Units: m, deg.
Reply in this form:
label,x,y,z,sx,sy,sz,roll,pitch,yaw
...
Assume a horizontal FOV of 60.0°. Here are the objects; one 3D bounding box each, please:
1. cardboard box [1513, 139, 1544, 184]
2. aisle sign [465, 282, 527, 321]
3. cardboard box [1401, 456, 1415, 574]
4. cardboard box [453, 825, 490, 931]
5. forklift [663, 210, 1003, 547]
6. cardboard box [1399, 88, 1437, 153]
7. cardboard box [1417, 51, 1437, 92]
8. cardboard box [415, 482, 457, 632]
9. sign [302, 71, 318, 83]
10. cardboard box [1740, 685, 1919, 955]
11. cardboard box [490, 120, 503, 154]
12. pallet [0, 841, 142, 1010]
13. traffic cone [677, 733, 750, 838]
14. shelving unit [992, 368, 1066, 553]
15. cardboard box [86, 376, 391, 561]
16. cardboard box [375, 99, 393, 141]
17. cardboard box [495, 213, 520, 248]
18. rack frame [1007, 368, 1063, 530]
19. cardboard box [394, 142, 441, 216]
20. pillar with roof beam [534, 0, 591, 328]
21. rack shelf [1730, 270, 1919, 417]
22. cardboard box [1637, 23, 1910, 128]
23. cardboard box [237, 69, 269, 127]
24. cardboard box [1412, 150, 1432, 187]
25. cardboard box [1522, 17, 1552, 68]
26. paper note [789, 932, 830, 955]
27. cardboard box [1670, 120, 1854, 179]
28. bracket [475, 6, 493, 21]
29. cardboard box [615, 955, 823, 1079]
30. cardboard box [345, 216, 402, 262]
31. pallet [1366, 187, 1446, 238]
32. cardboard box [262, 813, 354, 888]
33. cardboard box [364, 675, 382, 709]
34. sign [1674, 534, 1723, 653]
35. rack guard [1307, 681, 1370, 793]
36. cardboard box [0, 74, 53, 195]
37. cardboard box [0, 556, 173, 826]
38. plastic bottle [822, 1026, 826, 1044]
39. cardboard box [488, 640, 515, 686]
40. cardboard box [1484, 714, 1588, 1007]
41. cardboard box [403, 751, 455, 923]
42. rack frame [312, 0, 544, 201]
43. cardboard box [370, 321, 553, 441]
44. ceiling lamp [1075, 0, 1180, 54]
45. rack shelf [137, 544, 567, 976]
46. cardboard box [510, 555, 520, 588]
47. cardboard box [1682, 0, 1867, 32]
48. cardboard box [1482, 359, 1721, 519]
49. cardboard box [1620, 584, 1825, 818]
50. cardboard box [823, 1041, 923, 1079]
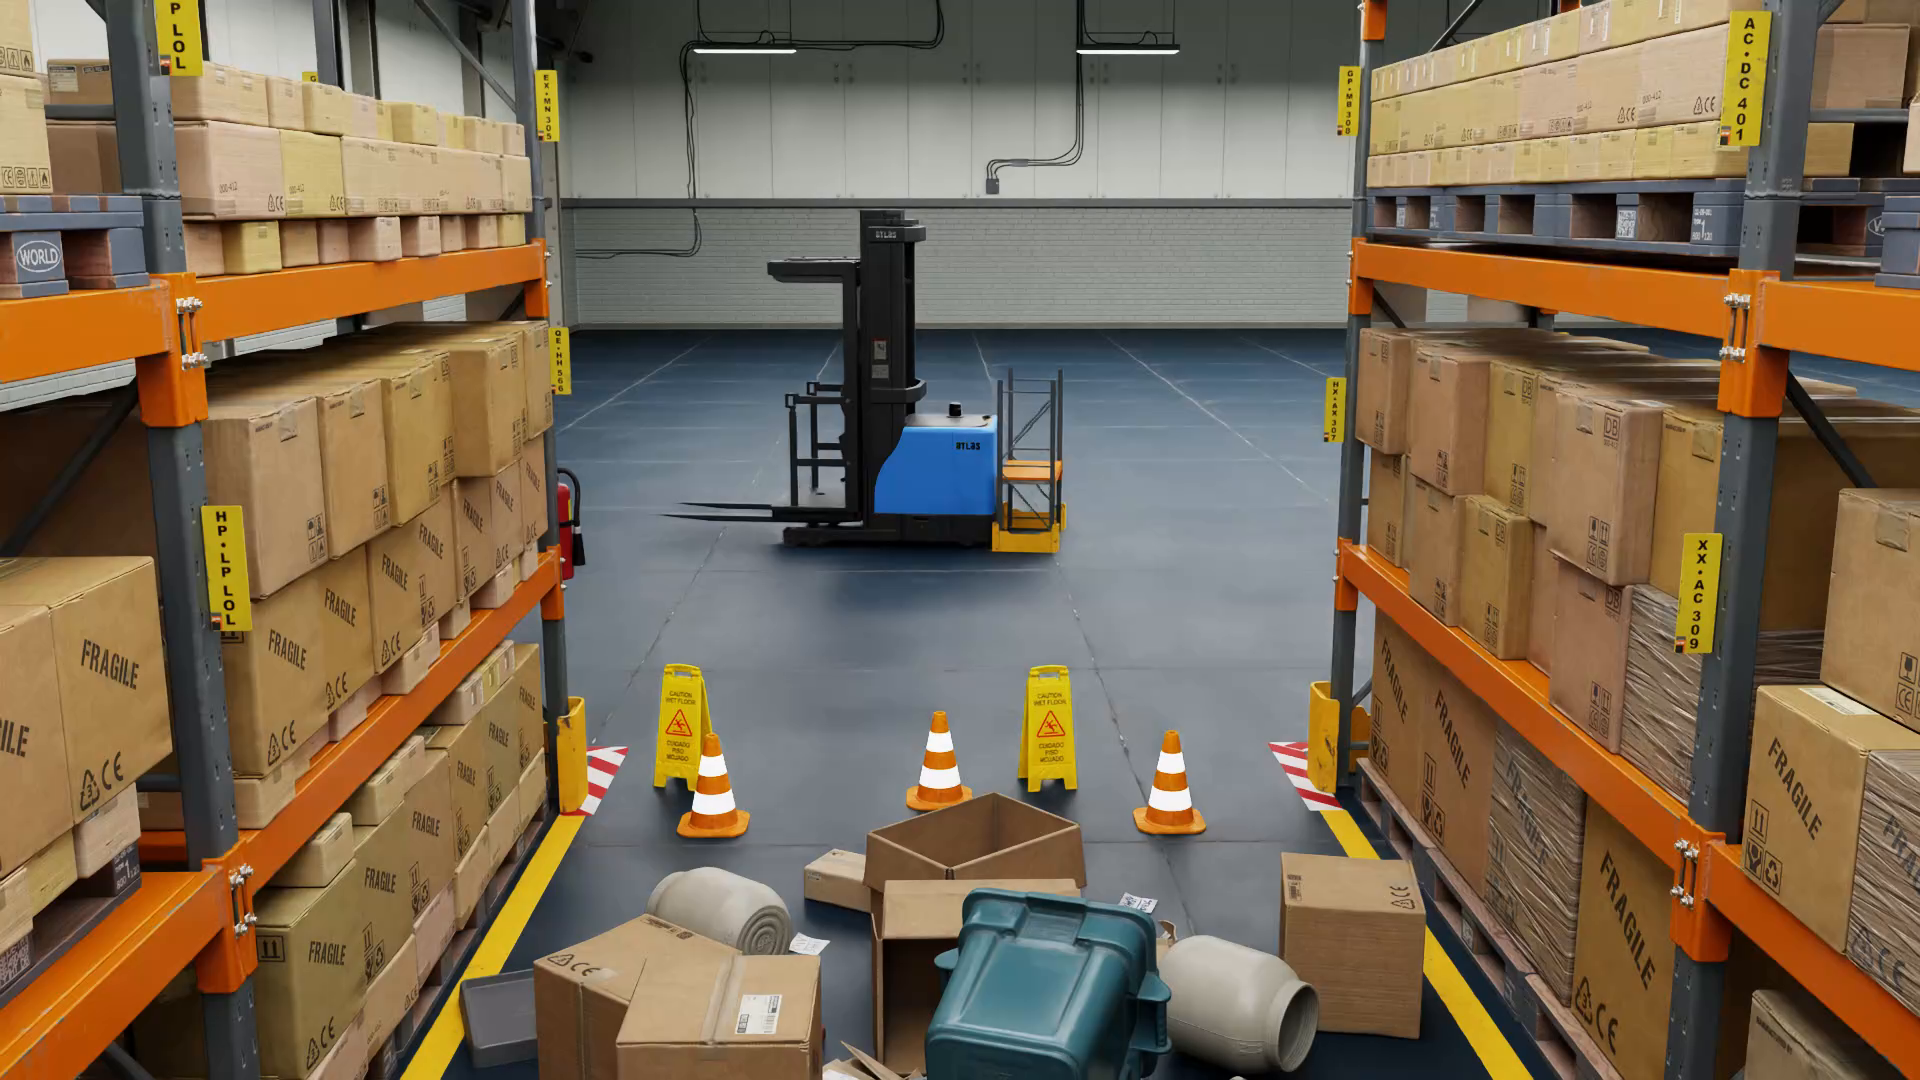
label,x,y,z,sx,sy,sz,roll,pitch,yaw
cardboard box,2.168,-1.322,5.813,0.380,0.149,0.250,0,11,-2
aisle sign,-2.218,-1.439,8.068,0.394,0.787,0.004,0,11,-1
cardboard box,2.526,-0.082,7.543,0.875,0.550,0.550,0,11,-1
cardboard box,-2.202,1.357,6.684,0.500,0.250,0.500,-1,11,-3
forklift,-1.154,-1.480,14.983,3.031,2.935,1.130,1,12,6
cardboard box,2.205,-1.791,7.119,0.500,0.250,0.500,0,11,-2
cardboard box,2.143,-1.965,6.977,0.380,0.149,0.250,0,11,-1
cardboard box,-2.216,0.061,6.216,0.500,0.500,0.500,0,11,0
sign,-3.049,-2.047,7.863,0.100,0.325,0.005,0,11,-1
cardboard box,2.265,0.660,4.009,0.500,0.500,0.500,0,11,-1
cardboard box,-2.238,-1.771,7.328,0.380,0.149,0.250,0,11,0
pallet,-2.554,0.891,3.608,1.003,0.211,1.213,0,11,-1
traffic cone,-1.208,1.172,8.117,0.336,0.463,0.334,0,11,-1
shelving unit,0.633,-0.735,14.908,0.587,1.500,1.083,1,12,7
cardboard box,-2.205,-0.231,5.138,0.700,0.500,0.500,0,11,-1
cardboard box,-2.219,-1.466,5.825,0.380,0.149,0.250,0,11,0
cardboard box,-2.182,-1.379,7.399,0.380,0.149,0.250,0,11,-1
rack frame,0.694,-0.837,15.412,0.500,1.500,0.032,1,12,7
cardboard box,-2.189,-1.289,5.955,0.500,0.250,0.500,0,11,-1
pillar with roof beam,-4.672,-8.909,36.340,9.100,9.000,0.548,0,11,-1
rack shelf,2.564,-0.116,2.353,1.077,0.370,4.000,0,11,-1
cardboard box,2.256,-1.290,4.652,0.500,0.250,0.500,0,11,-2
cardboard box,-2.139,-1.209,4.557,0.380,0.149,0.250,0,11,1
cardboard box,2.143,-1.573,7.048,0.380,0.149,0.250,0,11,-1
cardboard box,2.171,-1.711,5.724,0.380,0.149,0.250,0,11,-2
paper note,-0.629,1.659,6.835,0.148,0.019,0.142,4,12,18
cardboard box,2.196,-1.069,4.565,0.380,0.149,0.250,0,11,-1
bracket,-8.488,-9.382,29.617,0.235,0.232,0.430,0,11,-1
cardboard box,-0.645,1.485,4.579,0.500,0.500,0.500,0,11,-1
cardboard box,-2.124,-1.023,5.642,0.380,0.149,0.250,0,11,-2
pallet,2.466,-1.471,7.443,1.003,0.211,1.213,0,11,-1
cardboard box,-2.109,0.957,5.140,0.380,0.149,0.250,0,11,0
cardboard box,-2.210,0.498,5.690,0.380,0.149,0.250,0,11,-1
sign,1.968,0.143,4.433,0.100,0.325,0.005,0,11,-1
rack guard,2.440,1.029,8.731,1.175,0.500,0.348,0,11,-1
cardboard box,-2.267,-0.843,3.446,0.500,0.250,0.500,0,11,-2
cardboard box,-2.185,0.334,3.811,0.500,0.500,0.500,0,11,-2
plastic bottle,-0.576,1.820,5.935,0.133,0.061,0.283,2,12,9
cardboard box,-2.155,0.536,7.214,0.380,0.149,0.250,0,11,0
cardboard box,2.557,1.135,6.210,0.875,0.875,0.875,0,11,-1
cardboard box,-2.198,1.090,6.113,0.500,0.500,0.500,0,11,2
rack frame,-2.507,-3.091,7.663,1.000,3.000,0.127,0,11,-1
cardboard box,-2.278,-0.735,7.625,0.700,0.500,0.500,-1,11,-3
ceiling lamp,3.241,-11.034,32.133,2.000,3.185,0.800,0,11,-1
rack shelf,-2.465,0.599,6.372,1.077,0.370,4.000,0,11,-1
cardboard box,-2.185,0.146,7.425,0.380,0.149,0.250,0,11,-2
cardboard box,2.197,-1.460,4.487,0.380,0.149,0.250,0,11,-2
cardboard box,2.529,-0.395,6.367,0.875,0.550,0.500,0,11,-1
cardboard box,2.503,0.457,4.886,0.875,0.550,0.550,0,11,-1
cardboard box,-0.295,1.813,5.454,0.258,0.266,0.396,-10,15,-40
